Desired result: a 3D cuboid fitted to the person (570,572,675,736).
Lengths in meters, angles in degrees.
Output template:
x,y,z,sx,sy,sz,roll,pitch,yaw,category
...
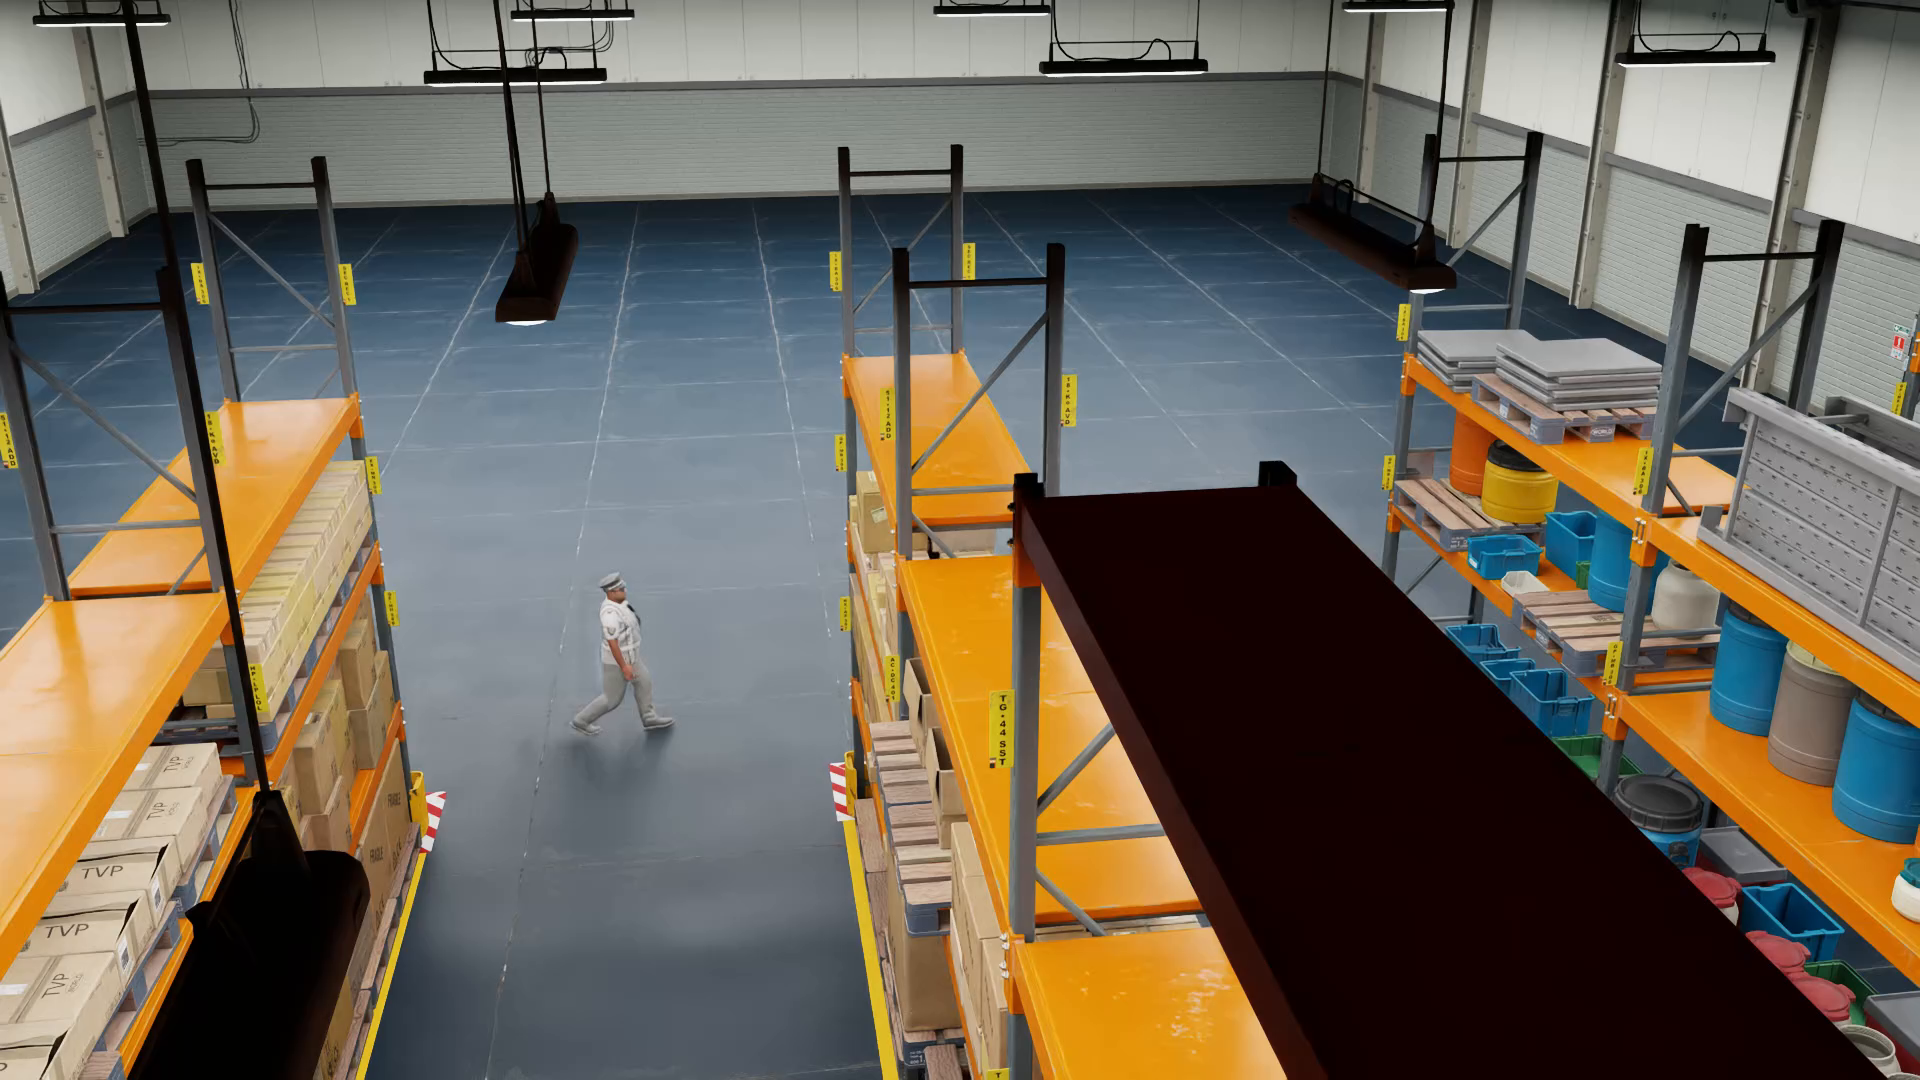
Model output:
x,y,z,sx,sy,sz,roll,pitch,yaw,category
-3.379,1.127,16.407,1.019,1.726,0.538,-3,22,-7,person
